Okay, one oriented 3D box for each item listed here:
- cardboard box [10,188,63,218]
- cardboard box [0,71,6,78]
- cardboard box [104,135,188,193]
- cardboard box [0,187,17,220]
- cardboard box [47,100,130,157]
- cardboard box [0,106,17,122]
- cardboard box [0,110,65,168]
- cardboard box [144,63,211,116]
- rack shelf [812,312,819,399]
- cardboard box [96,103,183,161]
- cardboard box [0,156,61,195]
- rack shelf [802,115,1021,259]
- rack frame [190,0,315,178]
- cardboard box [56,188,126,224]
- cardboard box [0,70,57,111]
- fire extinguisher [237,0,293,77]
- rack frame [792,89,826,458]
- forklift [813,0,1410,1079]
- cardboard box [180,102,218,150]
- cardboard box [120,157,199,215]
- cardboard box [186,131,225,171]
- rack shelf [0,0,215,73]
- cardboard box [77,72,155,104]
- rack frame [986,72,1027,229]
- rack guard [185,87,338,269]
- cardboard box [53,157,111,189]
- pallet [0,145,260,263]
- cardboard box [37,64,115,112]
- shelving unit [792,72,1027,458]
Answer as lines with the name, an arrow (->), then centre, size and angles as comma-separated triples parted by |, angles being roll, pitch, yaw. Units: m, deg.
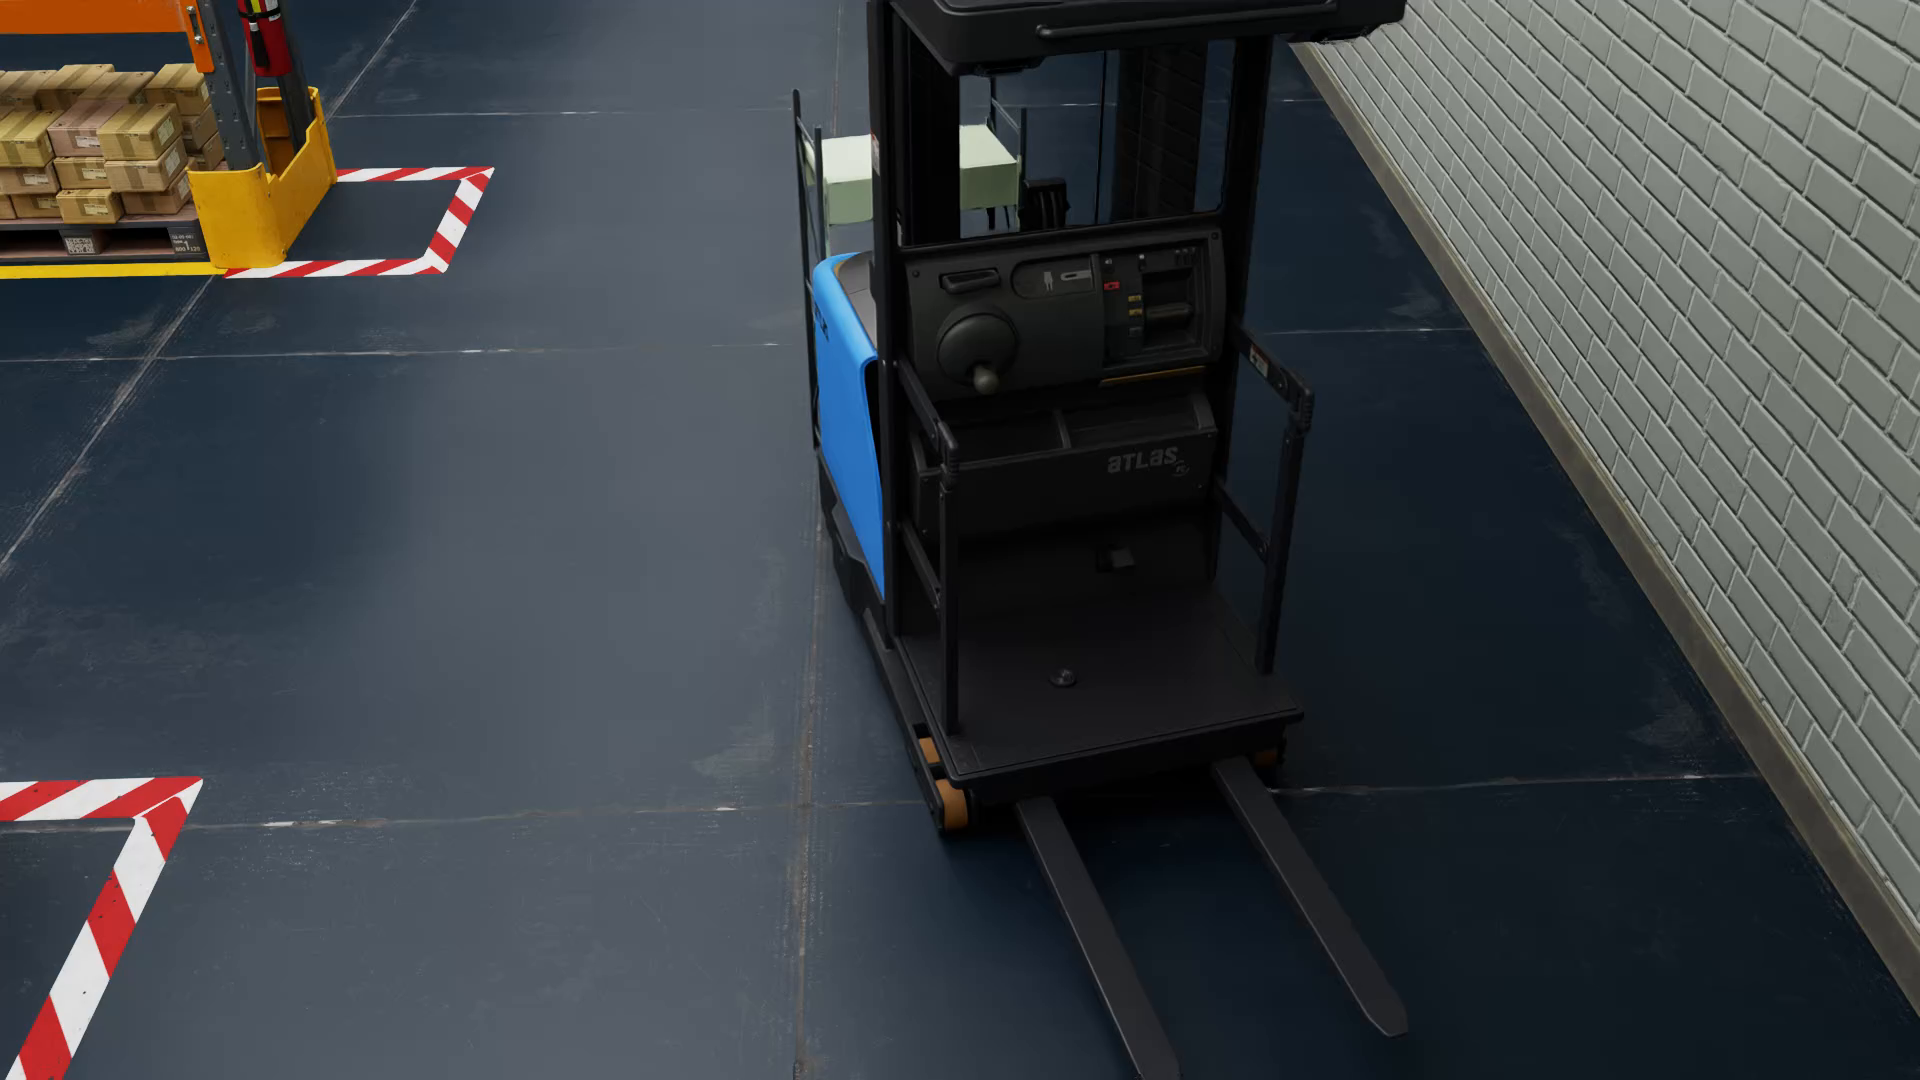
cardboard box -> -4.511, -1.749, 8.277 | 0.250, 0.149, 0.380 | -2, 35, -2
cardboard box -> -5.063, -2.262, 8.496 | 0.250, 0.149, 0.380 | 0, 35, 0
cardboard box -> -3.989, -1.850, 8.162 | 0.250, 0.149, 0.380 | -2, 35, -4
cardboard box -> -4.757, -1.735, 8.257 | 0.250, 0.149, 0.380 | -1, 35, -2
cardboard box -> -4.246, -2.016, 8.141 | 0.250, 0.149, 0.380 | -1, 35, -1
cardboard box -> -4.760, -1.966, 8.068 | 0.250, 0.149, 0.380 | -3, 35, -4
cardboard box -> -4.499, -1.937, 8.026 | 0.250, 0.149, 0.380 | -2, 35, -3
cardboard box -> -4.015, -2.328, 8.591 | 0.250, 0.149, 0.380 | -3, 35, -4
rack shelf -> -0.185, -0.677, 6.483 | 0.720, 0.370, 0.431 | -9, 36, -13
cardboard box -> -3.992, -1.990, 8.103 | 0.250, 0.149, 0.380 | -1, 35, -2
cardboard box -> -4.508, -1.835, 8.140 | 0.250, 0.149, 0.380 | -3, 35, -4
rack shelf -> -0.185, -1.266, 6.076 | 0.720, 0.370, 0.431 | -9, 36, -13
rack frame -> -3.475, -2.904, 7.810 | 0.127, 3.000, 1.000 | -2, 35, -2
cardboard box -> -4.243, -1.707, 8.217 | 0.250, 0.149, 0.380 | -1, 35, -1
cardboard box -> -4.786, -2.264, 8.499 | 0.250, 0.149, 0.380 | -3, 35, -5
fire extinguisher -> -3.202, -2.463, 7.569 | 0.183, 0.674, 0.296 | -2, 35, -2
rack frame -> -0.536, -0.887, 6.214 | 0.023, 1.500, 0.400 | -9, 36, -13
forklift -> 0.370, -0.582, 4.515 | 1.130, 2.935, 3.031 | -9, 36, -13
cardboard box -> -4.011, -2.158, 8.607 | 0.250, 0.149, 0.380 | 0, 35, 0
cardboard box -> -3.991, -1.771, 8.310 | 0.250, 0.149, 0.380 | -1, 35, -1
cardboard box -> -4.014, -2.072, 8.744 | 0.250, 0.149, 0.380 | -1, 35, -1
rack shelf -> -5.473, -2.554, 7.937 | 4.000, 0.370, 1.077 | -2, 35, -2
cardboard box -> -4.284, -2.252, 8.481 | 0.250, 0.149, 0.380 | -1, 35, -1
rack frame -> 0.167, -1.003, 6.381 | 0.023, 1.500, 0.400 | -9, 36, -13
rack guard -> -3.551, -1.874, 8.518 | 0.348, 0.500, 1.175 | -2, 35, -2
cardboard box -> -4.253, -1.873, 8.196 | 0.250, 0.149, 0.380 | -2, 35, -3
pallet -> -4.364, -1.753, 8.598 | 1.213, 0.211, 1.003 | -2, 35, -2
cardboard box -> -4.542, -2.318, 8.577 | 0.250, 0.149, 0.380 | -2, 35, -2
shelving unit -> -0.185, -0.945, 6.298 | 0.755, 1.500, 0.431 | -9, 36, -13
